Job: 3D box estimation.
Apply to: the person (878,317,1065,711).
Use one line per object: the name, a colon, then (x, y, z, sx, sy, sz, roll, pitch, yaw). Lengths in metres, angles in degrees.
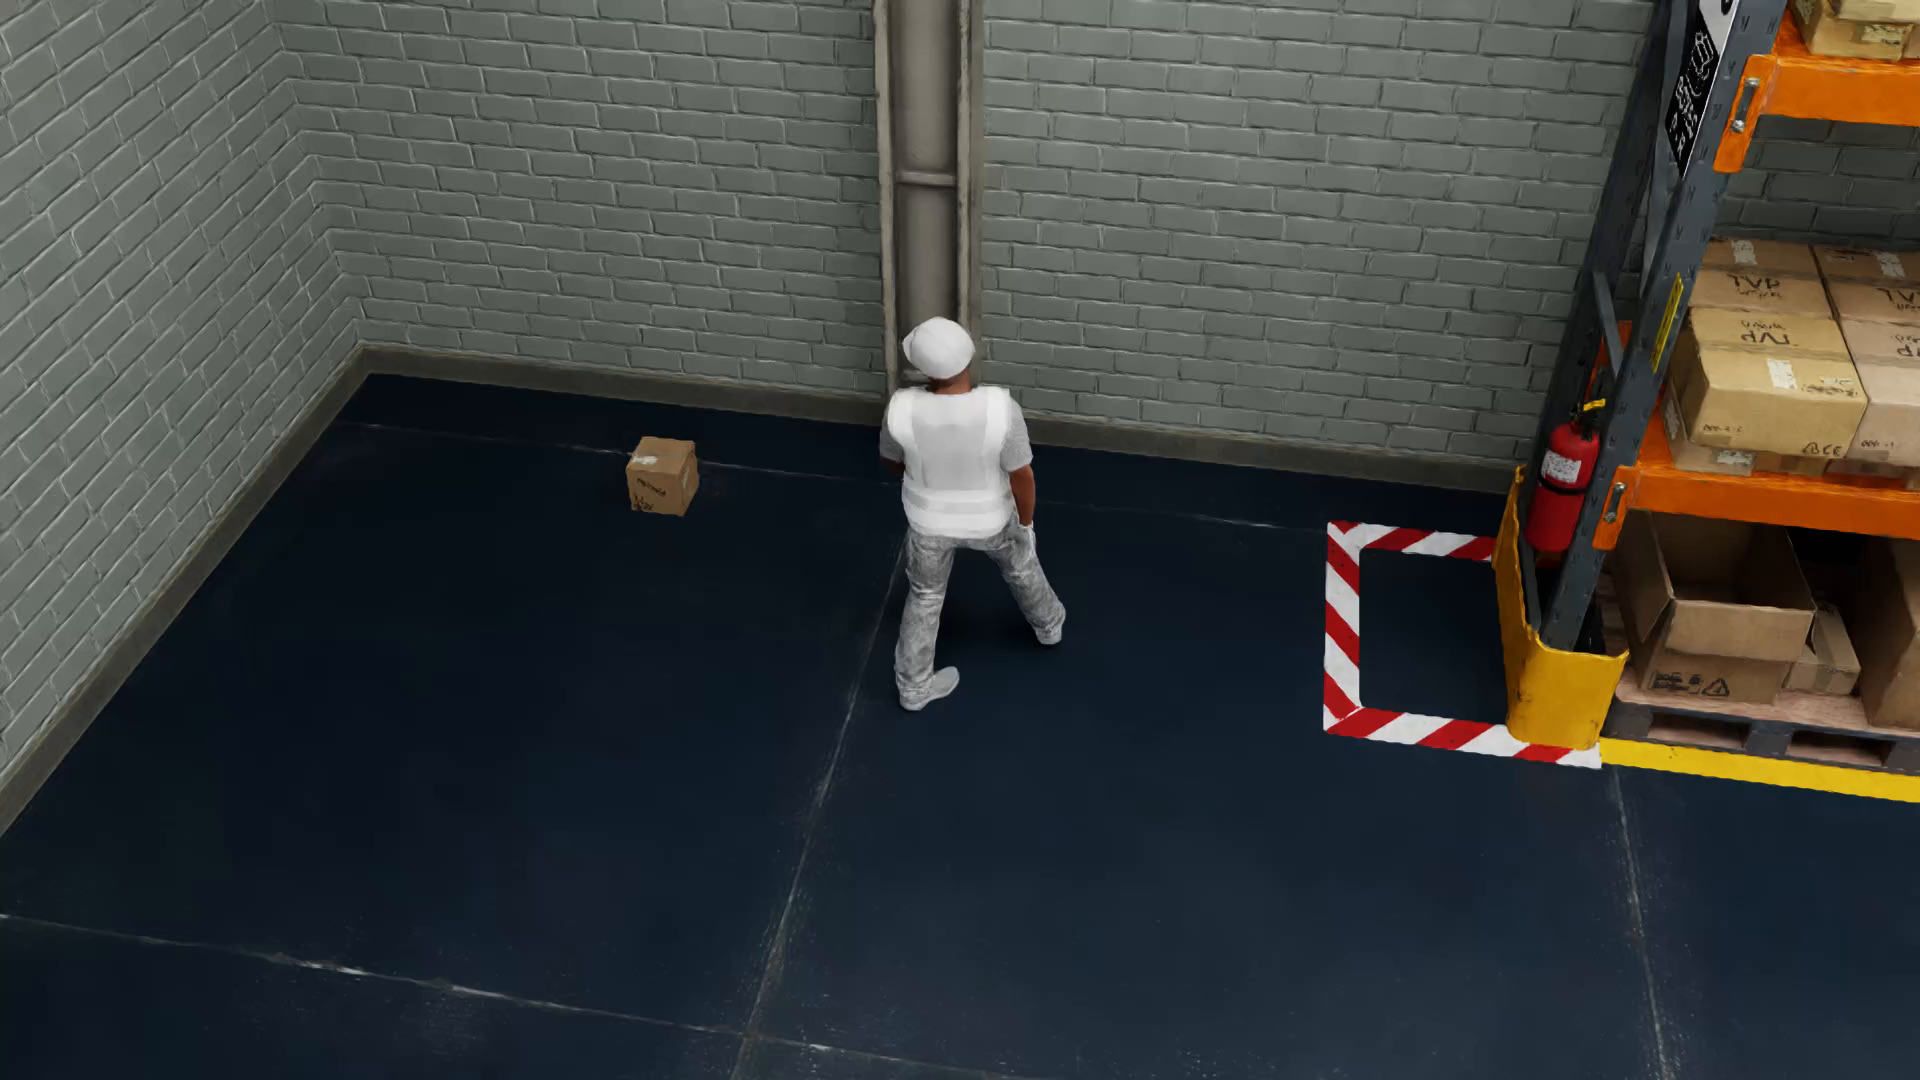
person: (0.071, -0.173, 6.382, 0.719, 1.760, 0.699, 3, 40, 3)
